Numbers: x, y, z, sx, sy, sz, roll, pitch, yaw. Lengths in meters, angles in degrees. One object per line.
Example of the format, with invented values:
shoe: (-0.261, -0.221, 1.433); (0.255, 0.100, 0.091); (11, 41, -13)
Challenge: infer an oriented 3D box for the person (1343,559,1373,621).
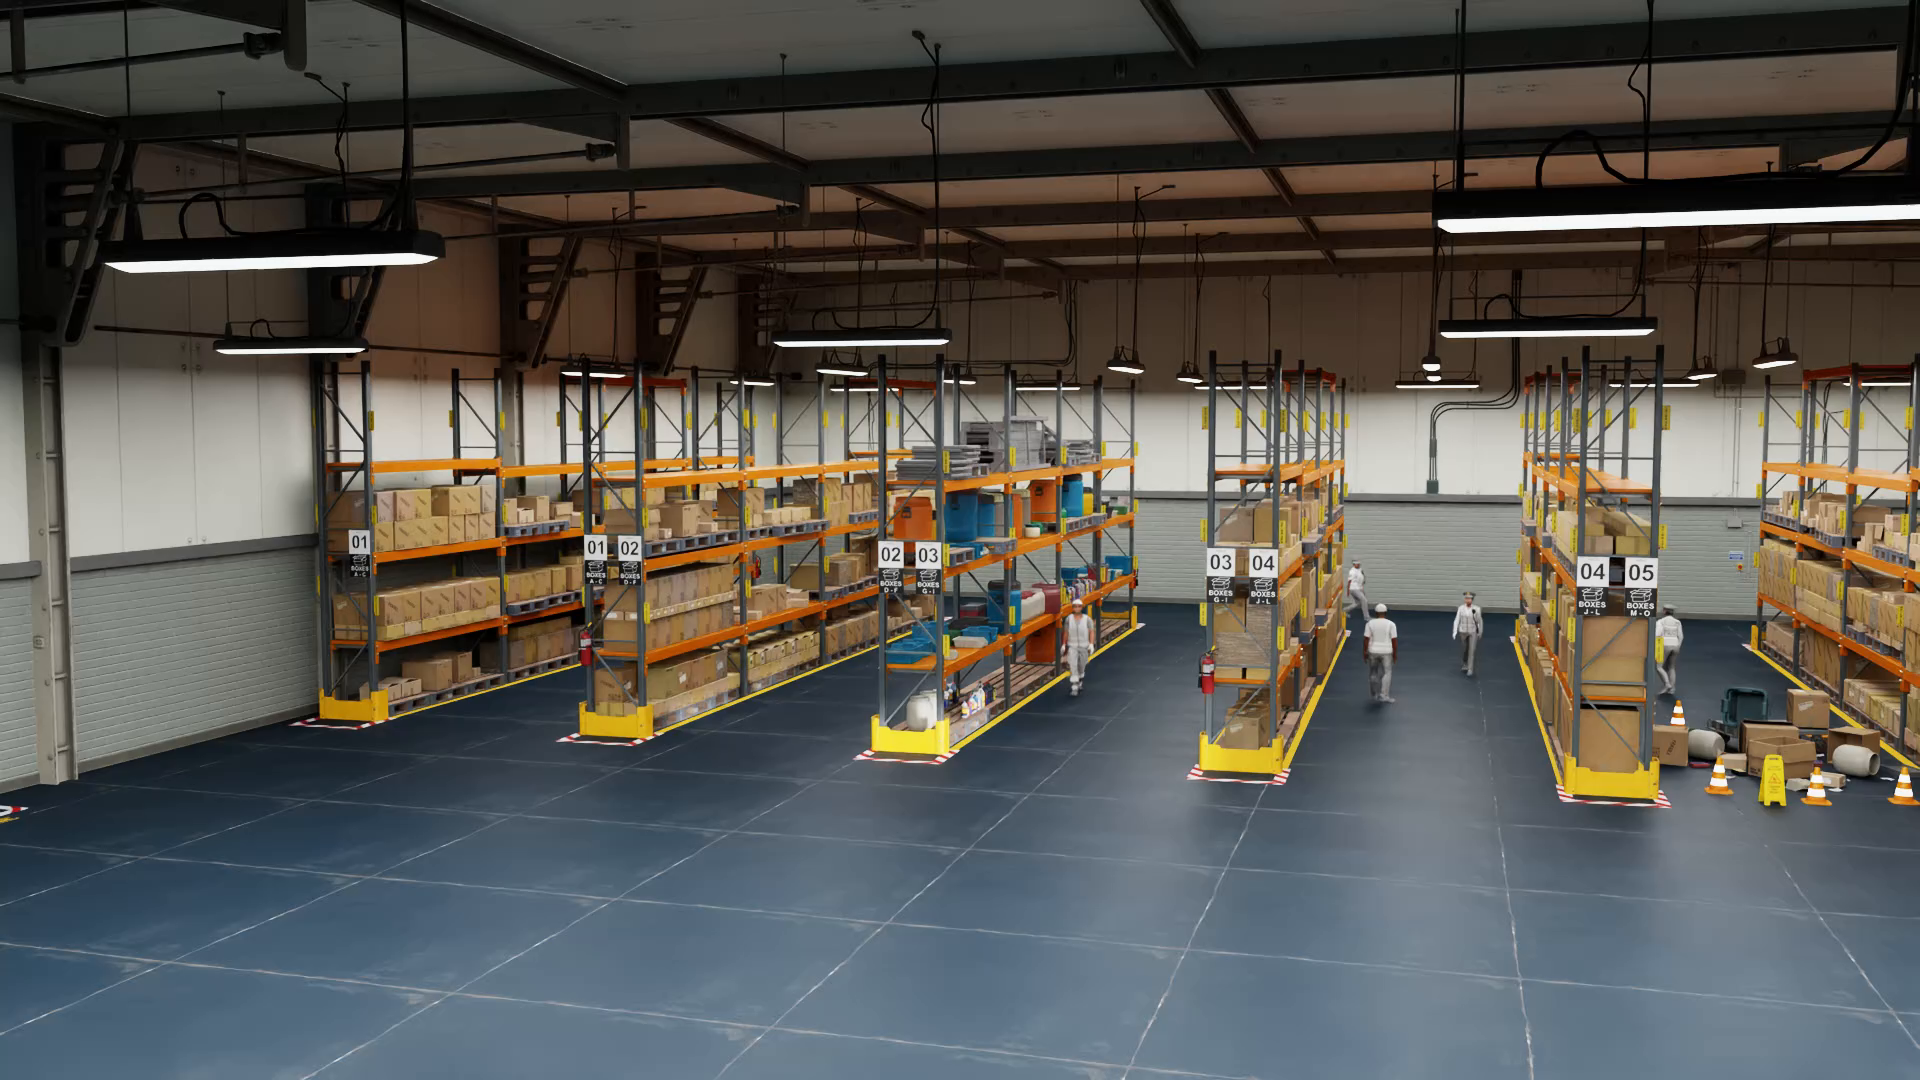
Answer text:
person: (10.007, 1.241, 41.843); (0.437, 1.530, 0.947); (-4, 5, -41)

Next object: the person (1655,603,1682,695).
person: (13.013, 2.004, 30.488); (0.561, 1.679, 0.474); (-1, 4, -13)

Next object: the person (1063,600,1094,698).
person: (2.162, 1.970, 30.256); (0.556, 1.729, 1.114); (0, 4, -1)

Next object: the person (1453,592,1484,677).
person: (10.026, 1.826, 32.782); (0.570, 1.630, 1.024); (1, 4, 19)

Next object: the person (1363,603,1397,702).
person: (7.501, 2.013, 29.685); (0.586, 1.772, 0.673); (1, 4, 14)
